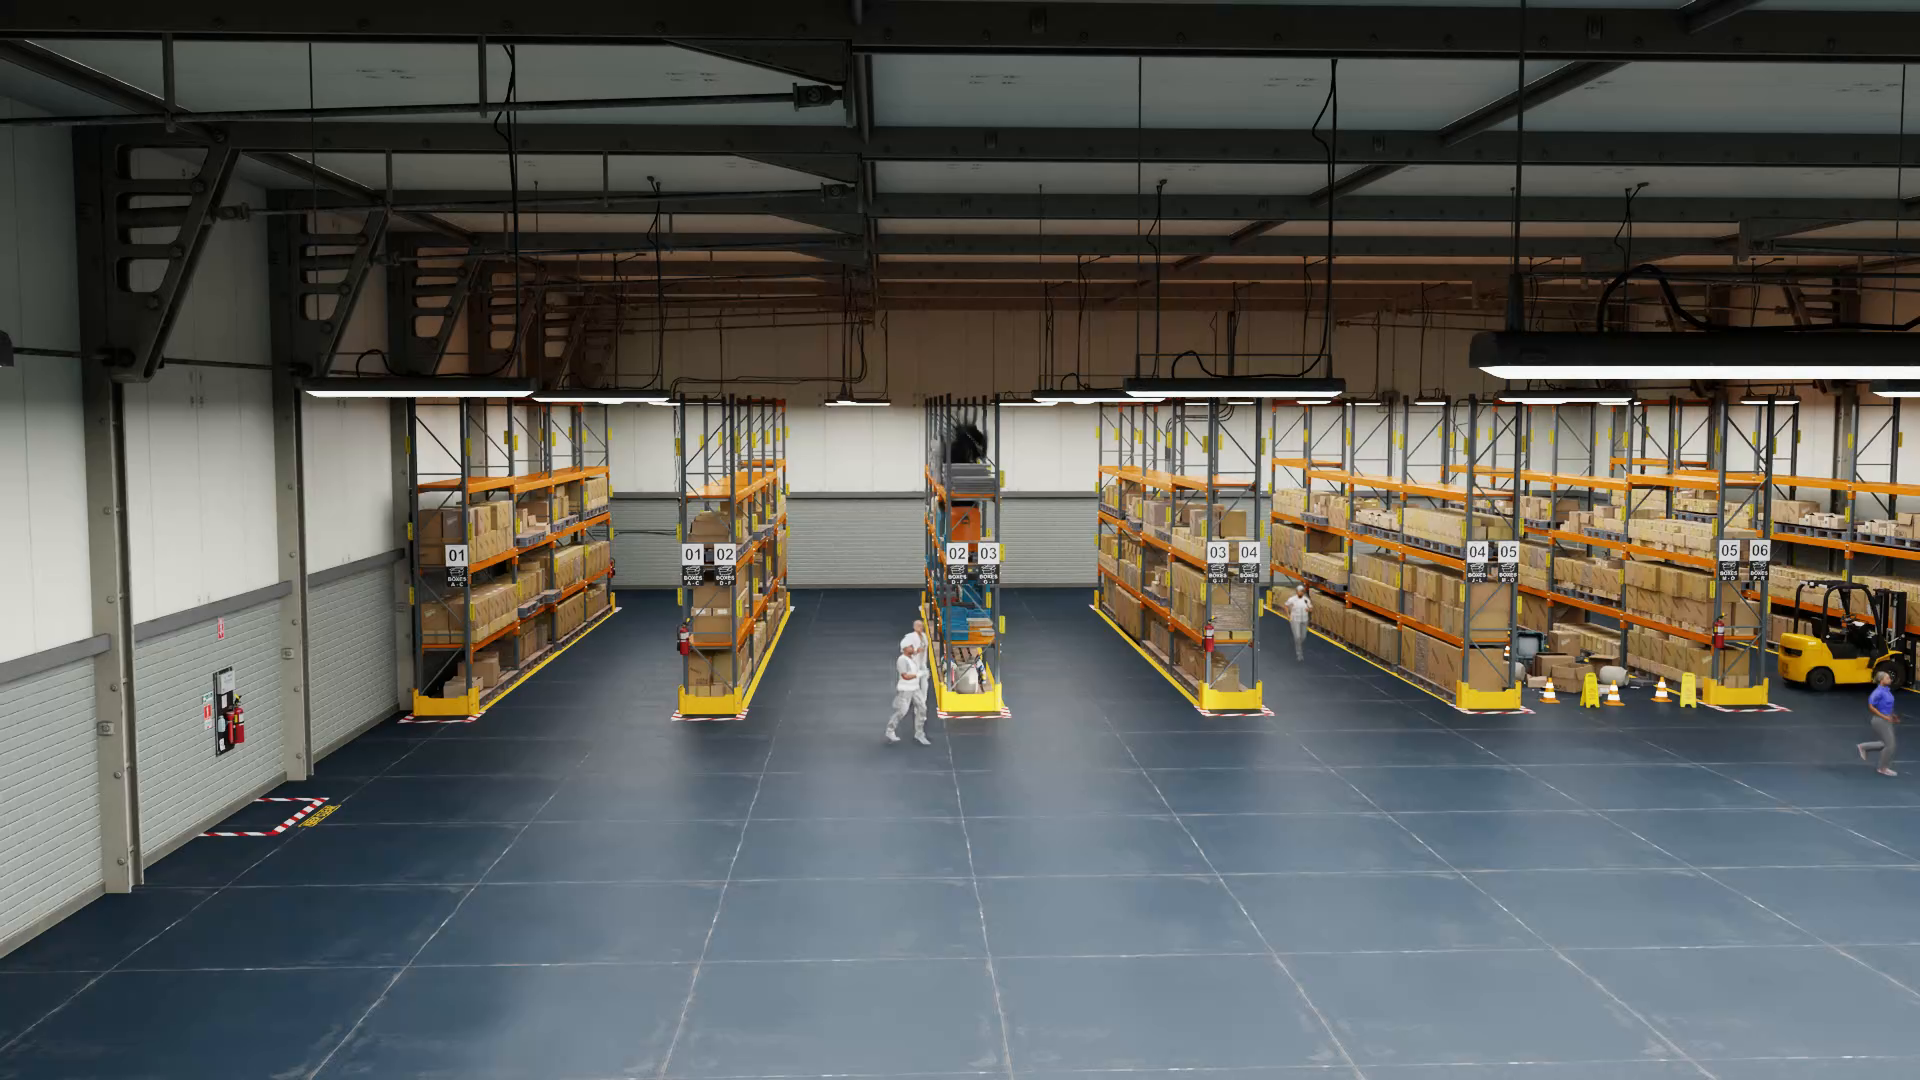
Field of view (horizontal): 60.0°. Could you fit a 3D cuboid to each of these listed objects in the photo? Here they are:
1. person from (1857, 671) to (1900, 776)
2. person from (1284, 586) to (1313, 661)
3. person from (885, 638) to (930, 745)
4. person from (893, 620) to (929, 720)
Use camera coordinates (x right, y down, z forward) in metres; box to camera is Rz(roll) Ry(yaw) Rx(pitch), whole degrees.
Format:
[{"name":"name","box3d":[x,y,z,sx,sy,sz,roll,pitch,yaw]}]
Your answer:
[{"name":"person","box3d":[14.417,2.915,26.121,0.608,1.526,0.555,4,6,44]},{"name":"person","box3d":[7.761,1.871,38.015,0.603,1.662,0.939,-1,5,-9]},{"name":"person","box3d":[-0.889,2.594,28.344,0.794,1.852,0.668,2,5,23]},{"name":"person","box3d":[-0.840,2.397,30.913,0.710,1.834,0.891,-3,6,-37]}]
